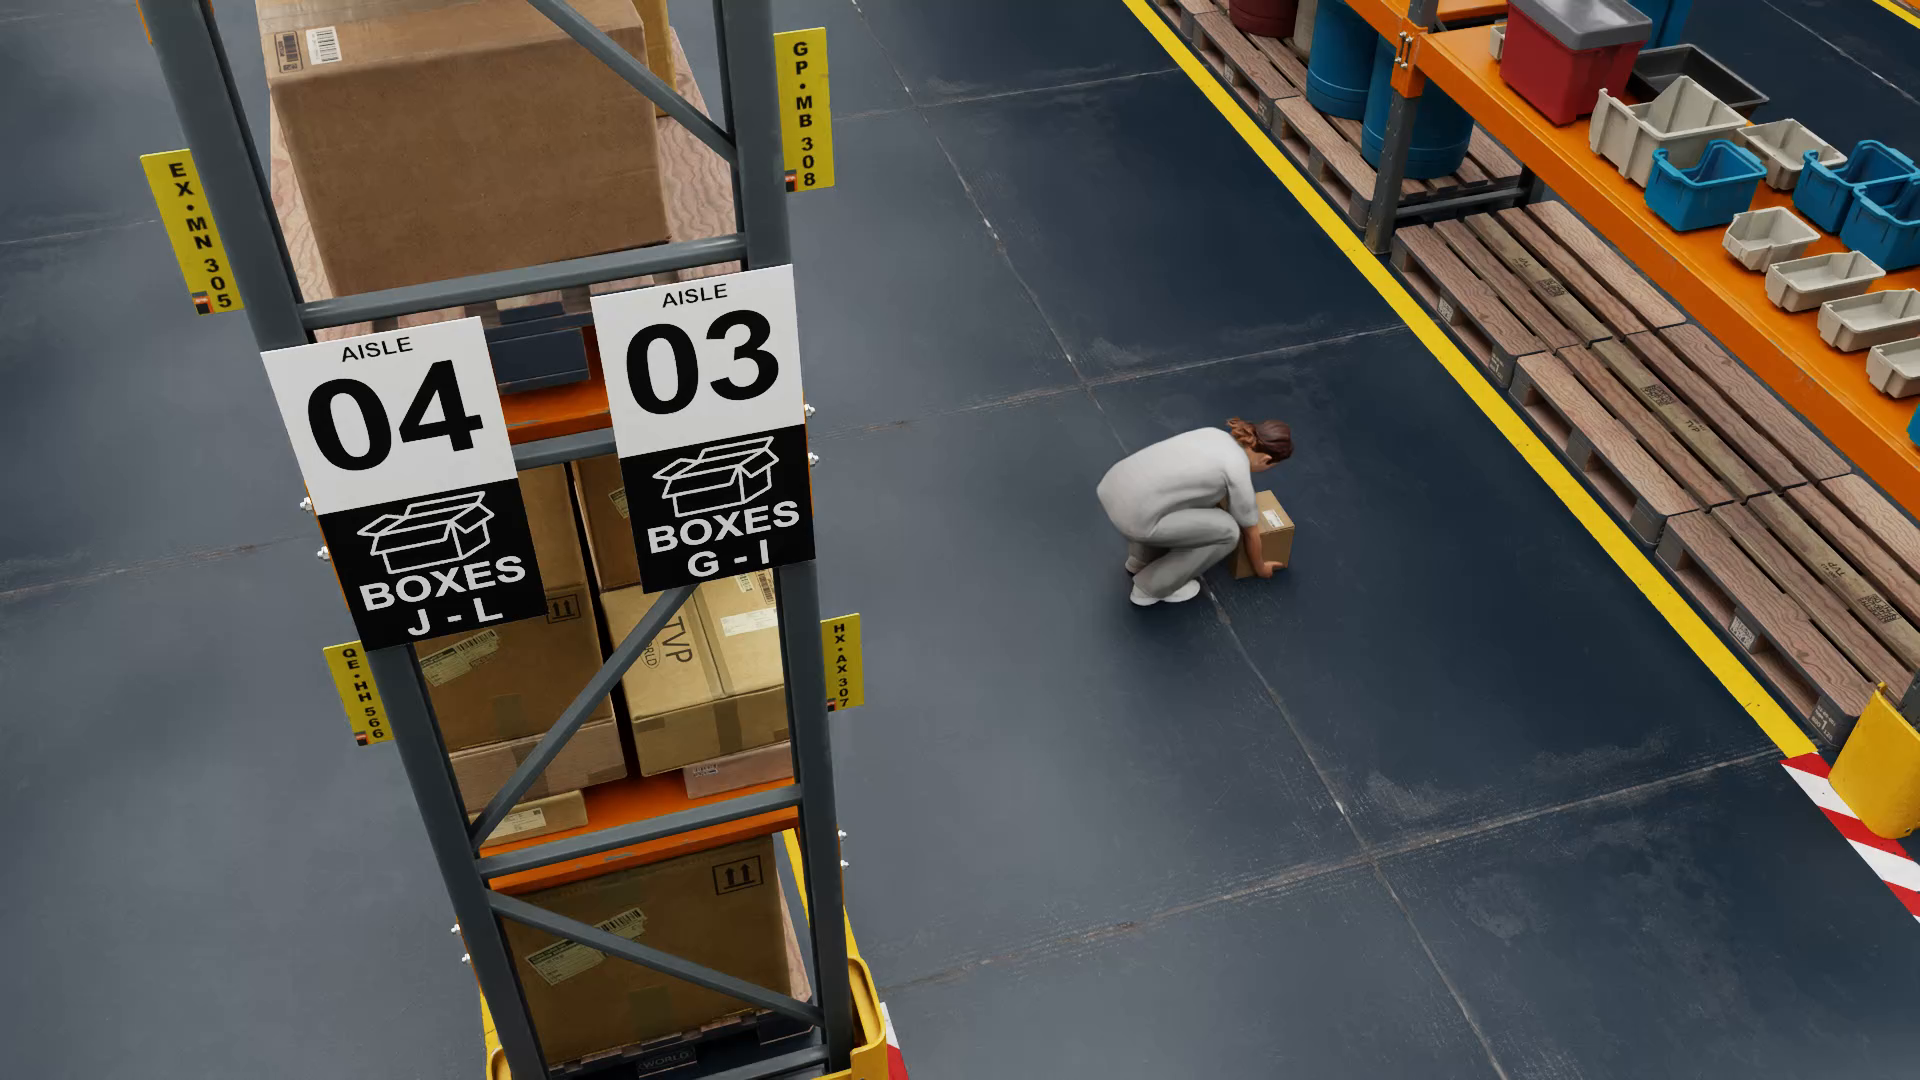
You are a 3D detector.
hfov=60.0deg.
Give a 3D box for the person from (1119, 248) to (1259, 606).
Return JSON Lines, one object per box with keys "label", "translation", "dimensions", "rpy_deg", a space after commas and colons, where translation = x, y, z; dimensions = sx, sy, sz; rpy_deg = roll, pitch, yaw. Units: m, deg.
{"label": "person", "translation": [0.873, -0.455, 6.669], "dimensions": [0.558, 1.664, 0.436], "rpy_deg": [-11, 44, -12]}
